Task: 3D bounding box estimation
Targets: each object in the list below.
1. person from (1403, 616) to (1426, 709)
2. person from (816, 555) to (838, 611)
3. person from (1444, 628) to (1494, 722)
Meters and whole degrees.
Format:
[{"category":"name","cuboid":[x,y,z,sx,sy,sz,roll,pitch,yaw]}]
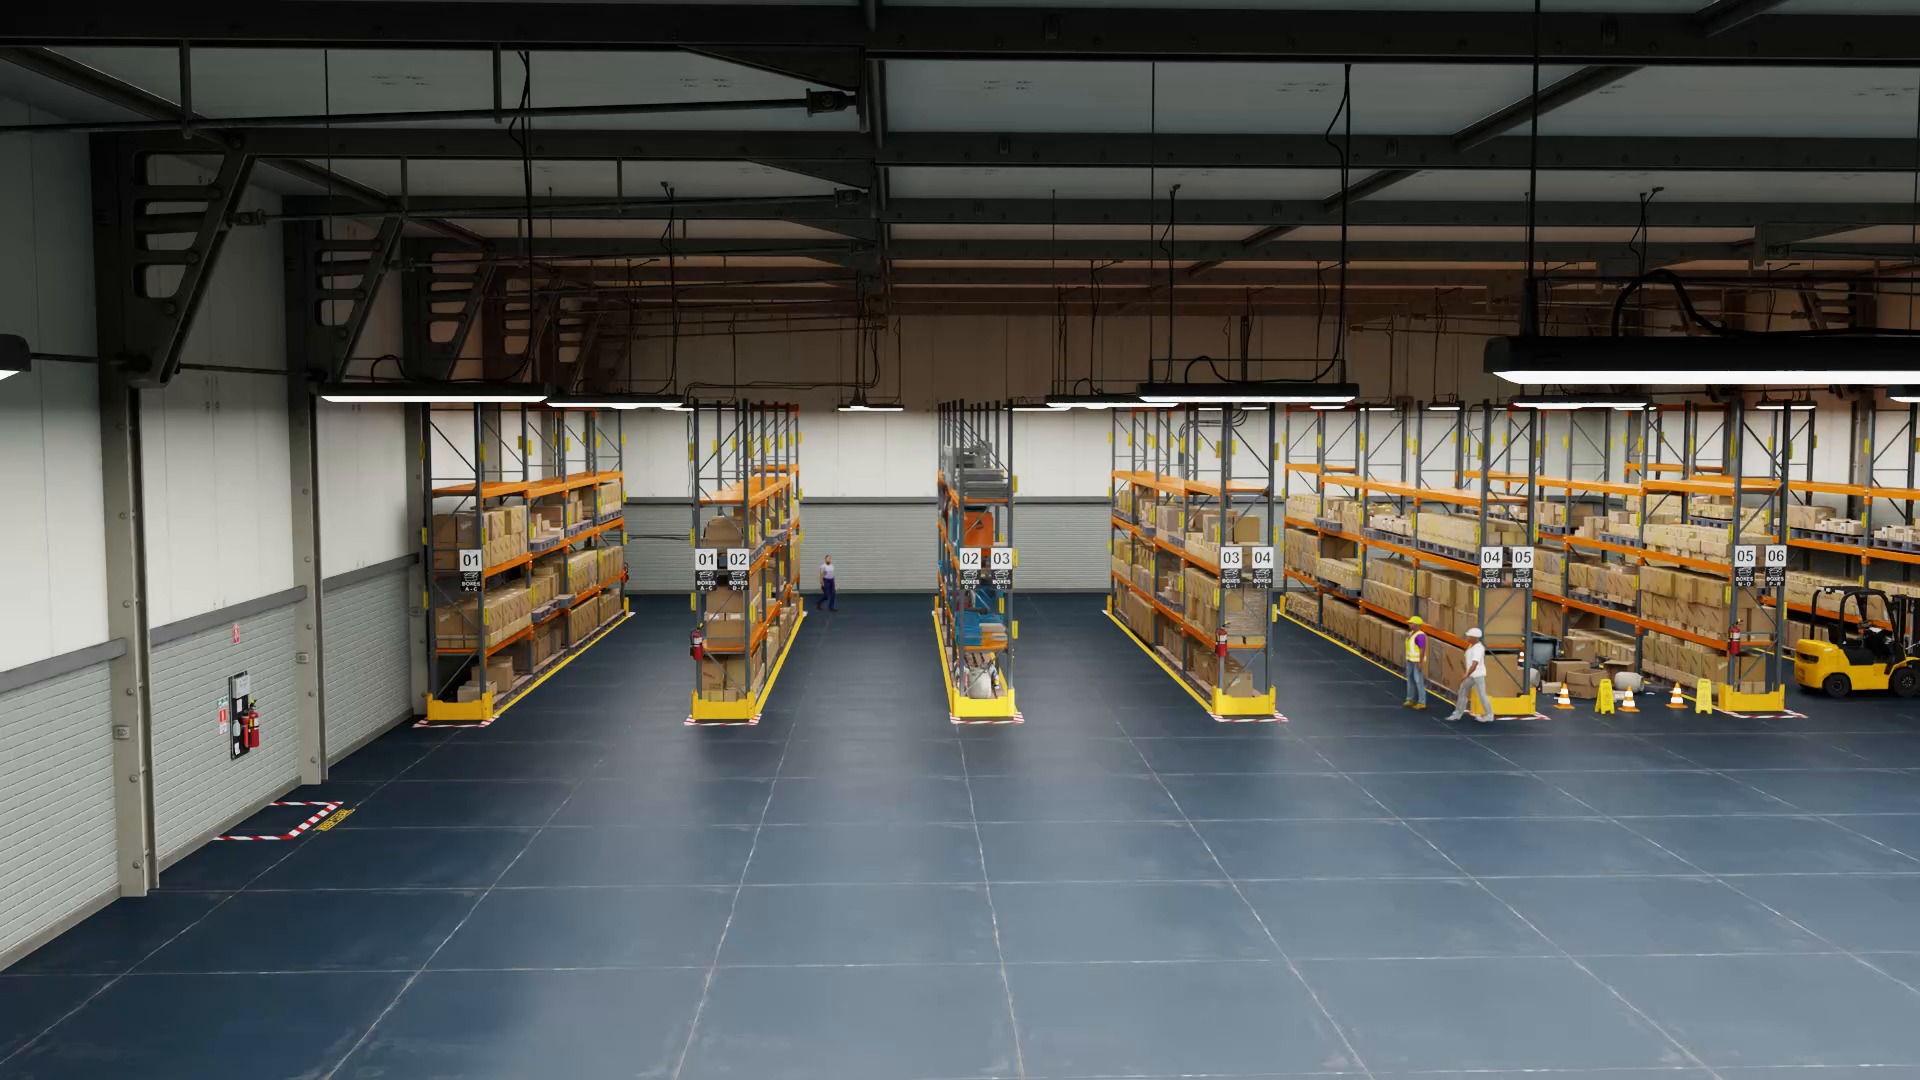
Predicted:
[{"category":"person","cuboid":[8.852,2.368,32.397,0.396,1.770,0.631,-1,5,-18]},{"category":"person","cuboid":[-3.853,1.250,48.091,0.553,1.633,0.505,3,5,37]},{"category":"person","cuboid":[9.463,2.503,30.763,0.835,1.755,0.610,0,4,-1]}]
